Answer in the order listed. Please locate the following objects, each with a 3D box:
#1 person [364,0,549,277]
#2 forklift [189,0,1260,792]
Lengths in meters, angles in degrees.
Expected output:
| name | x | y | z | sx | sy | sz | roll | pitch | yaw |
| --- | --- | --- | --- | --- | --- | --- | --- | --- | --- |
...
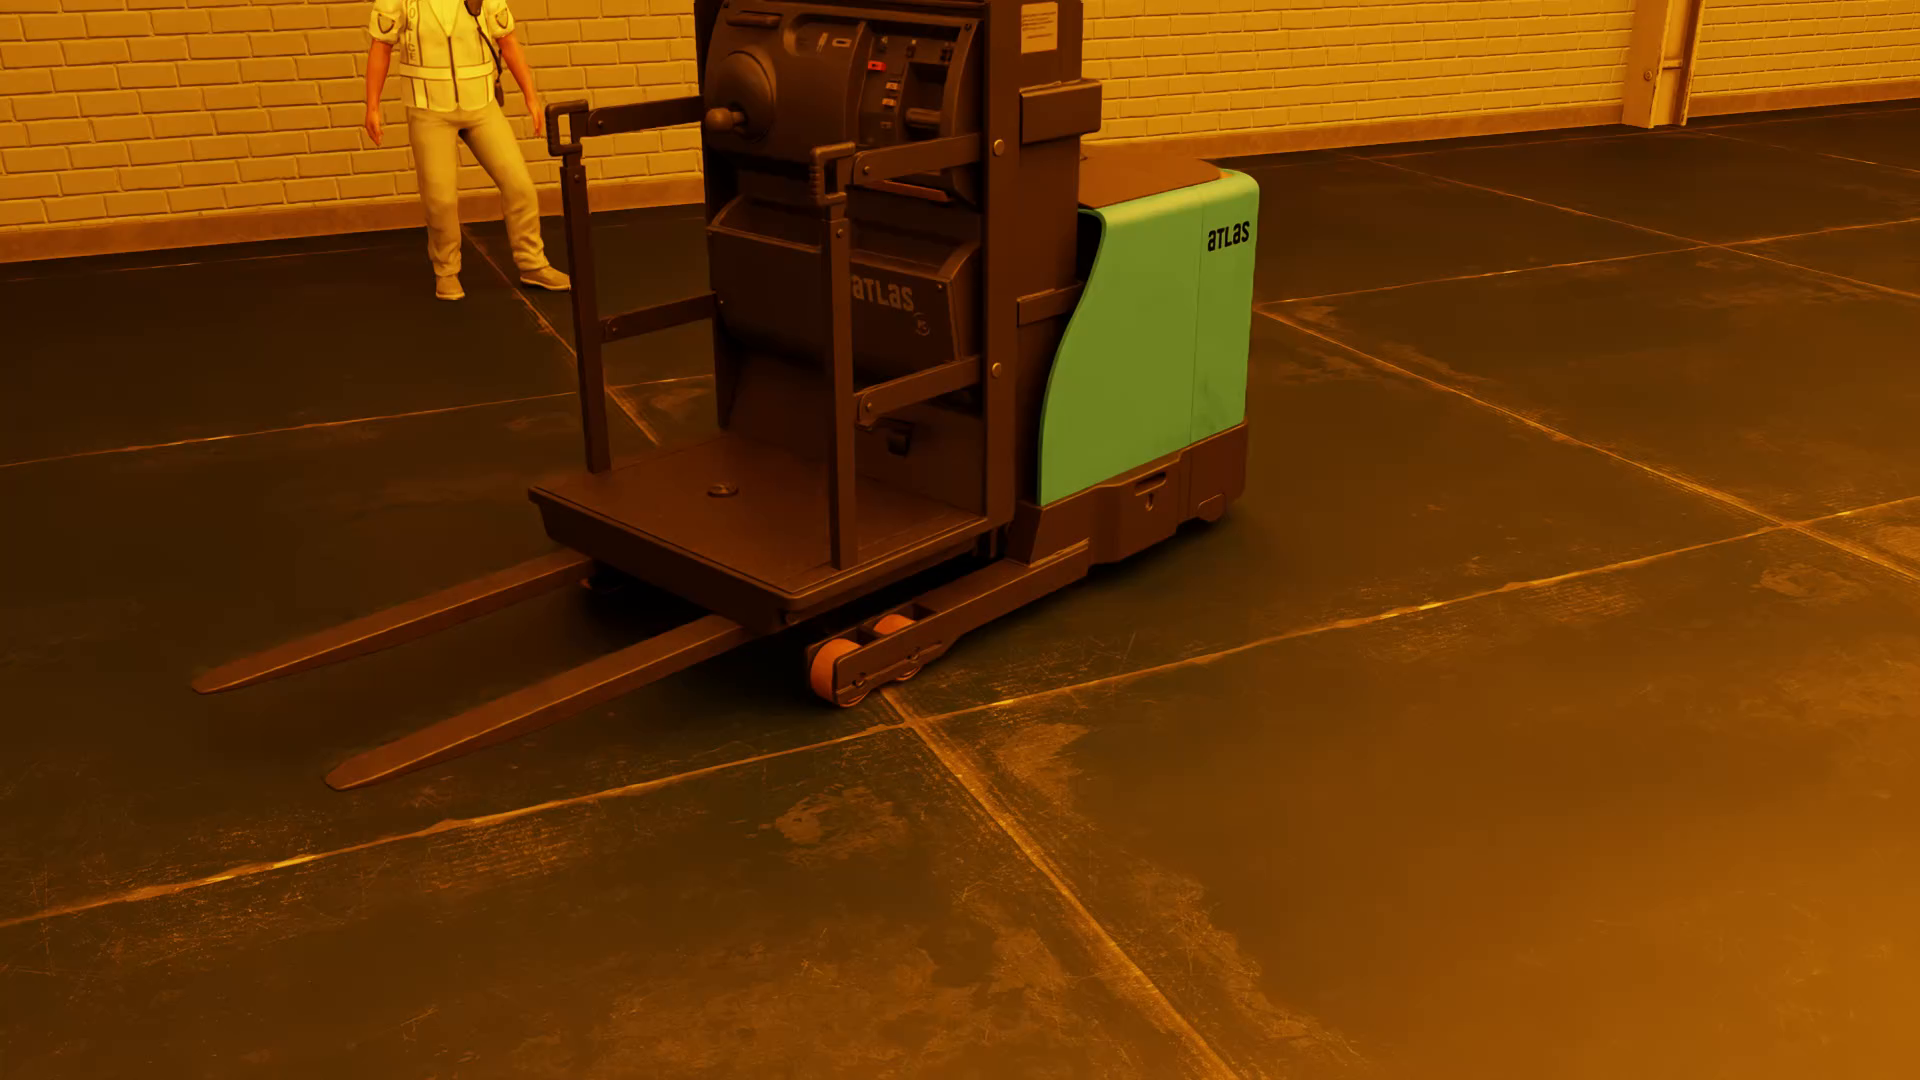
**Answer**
| name | x | y | z | sx | sy | sz | roll | pitch | yaw |
| --- | --- | --- | --- | --- | --- | --- | --- | --- | --- |
| person | -21259.866 | -17366.237 | 41805.904 | 1463.169 | 2.659 | 99999.603 | -11 | 25 | -24 |
| forklift | -0.464 | -1.161 | 4.081 | 1.130 | 2.935 | 3.031 | 19 | 29 | 39 |
